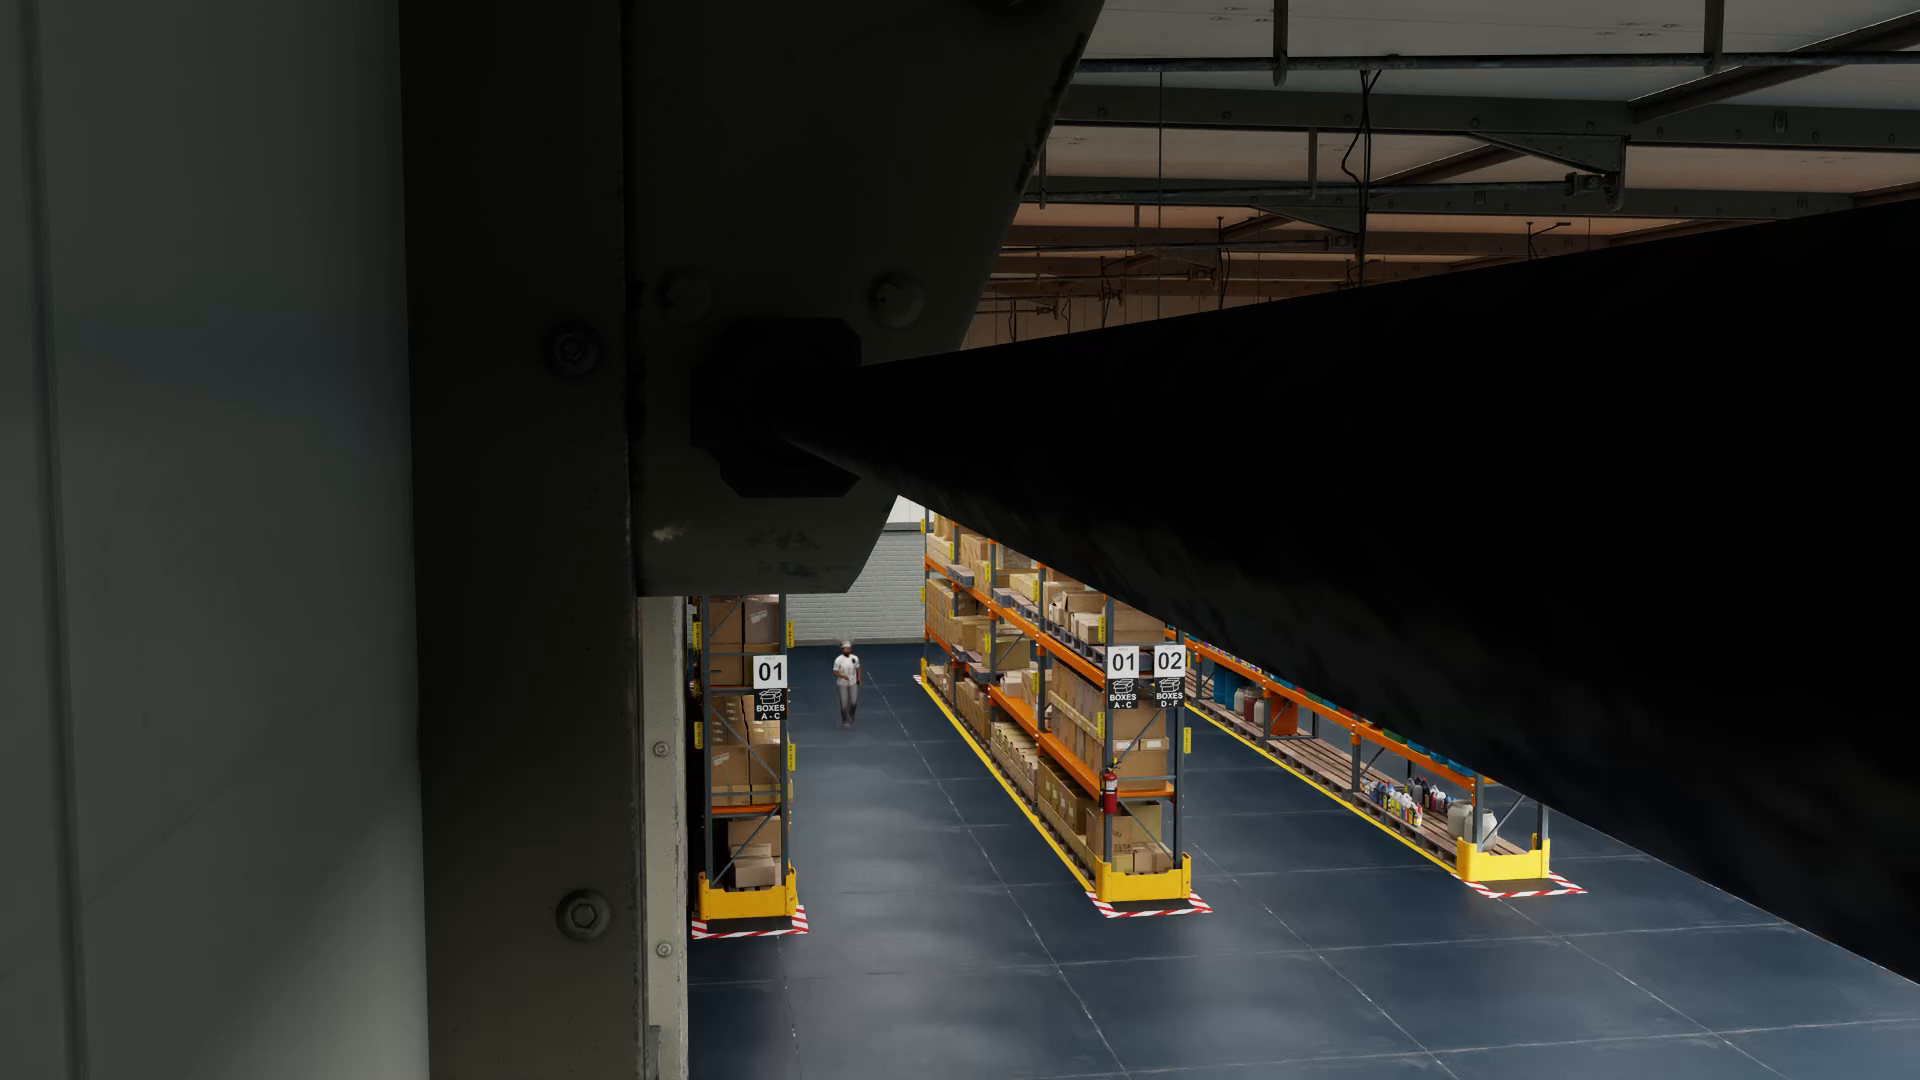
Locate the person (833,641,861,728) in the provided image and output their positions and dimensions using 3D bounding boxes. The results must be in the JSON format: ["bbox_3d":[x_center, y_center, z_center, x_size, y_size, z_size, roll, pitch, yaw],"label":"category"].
[{"bbox_3d":[-2.088,2.714,31.145,0.560,1.661,0.573,-1,5,-13],"label":"person"}]

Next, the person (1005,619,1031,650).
[{"bbox_3d":[1.278,2.045,36.660,0.614,1.640,0.539,-4,6,-36],"label":"person"}]
